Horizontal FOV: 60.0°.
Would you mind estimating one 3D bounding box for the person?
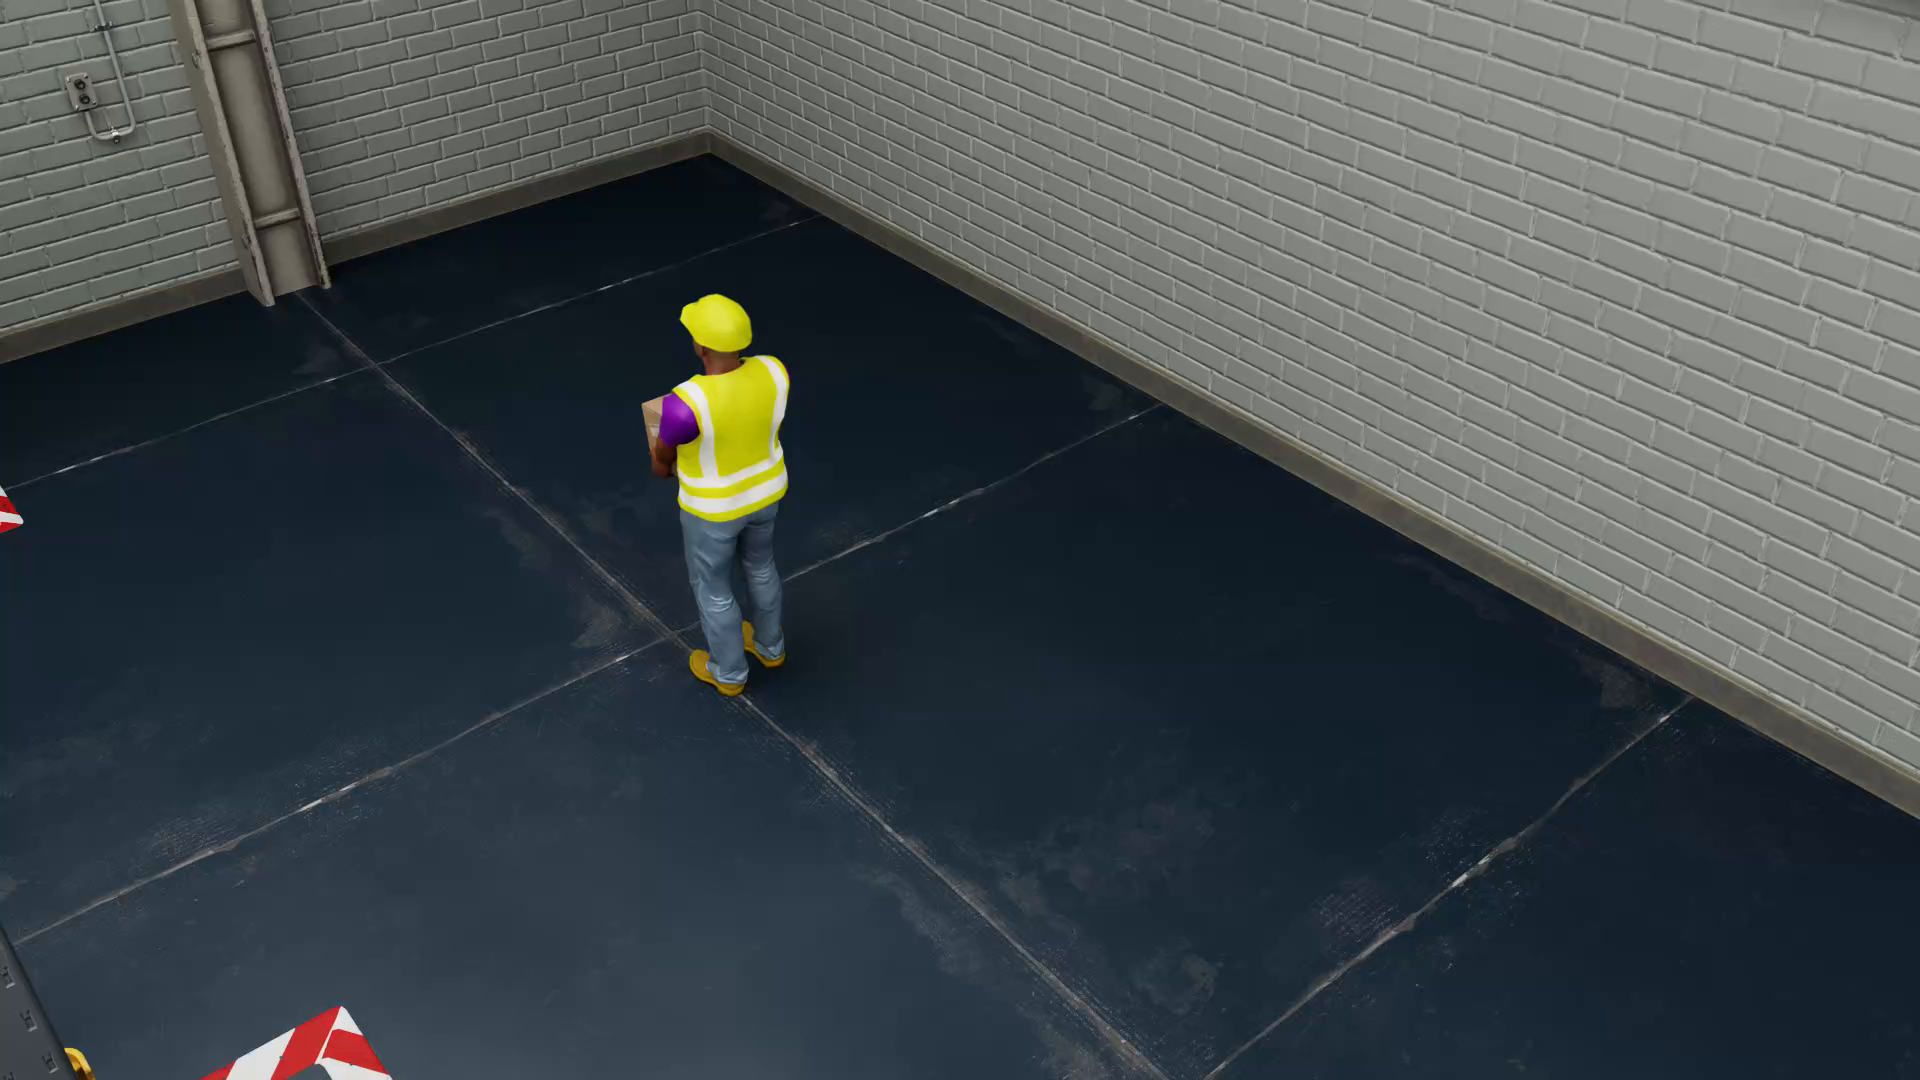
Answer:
[{"bbox_3d":[-0.940,-0.206,6.419,0.503,1.760,0.577,-26,43,-31],"label":"person"}]
